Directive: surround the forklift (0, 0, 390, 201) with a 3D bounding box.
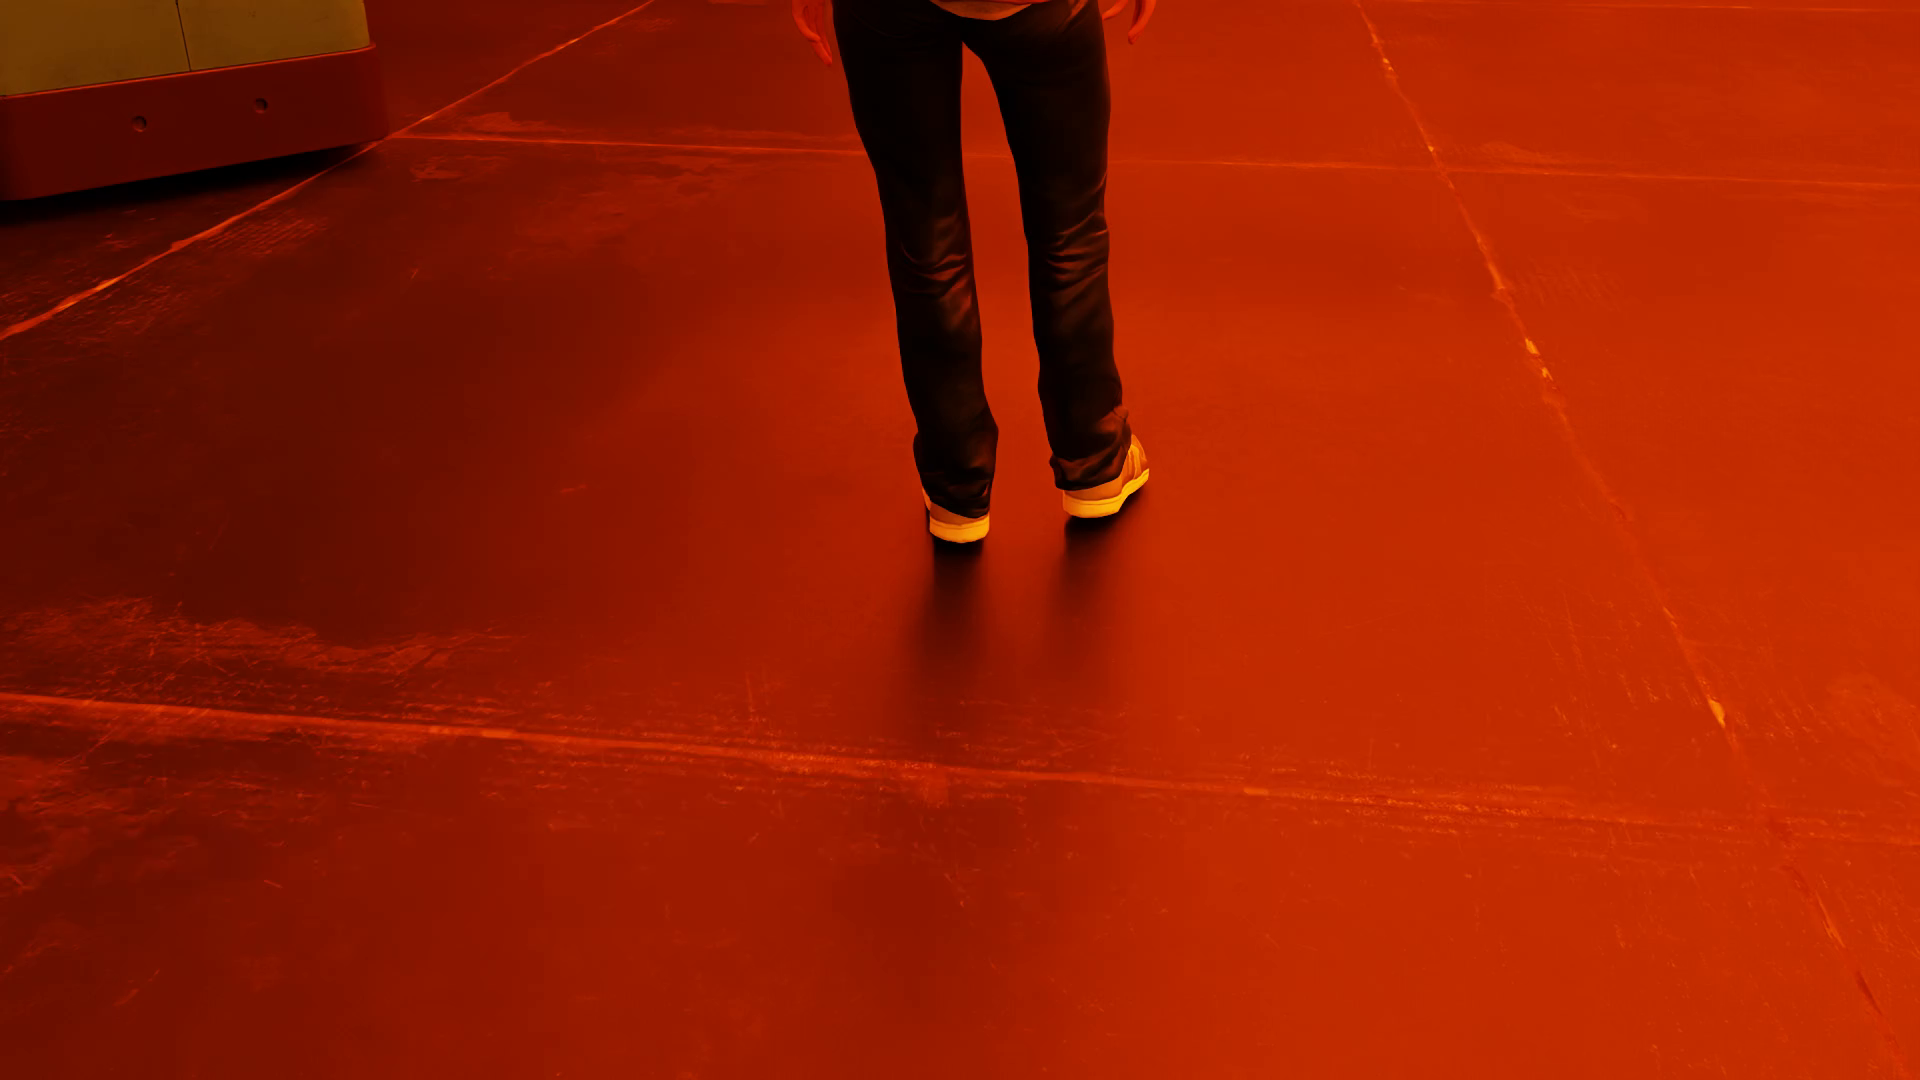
[{"bbox_3d":[-2.945,-2.683,4.595,1.130,2.935,3.031,-23,34,-38],"label":"forklift"}]

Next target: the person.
[{"bbox_3d":[0.024,-0.753,2.204,0.520,1.597,0.476,3,27,7],"label":"person"}]
